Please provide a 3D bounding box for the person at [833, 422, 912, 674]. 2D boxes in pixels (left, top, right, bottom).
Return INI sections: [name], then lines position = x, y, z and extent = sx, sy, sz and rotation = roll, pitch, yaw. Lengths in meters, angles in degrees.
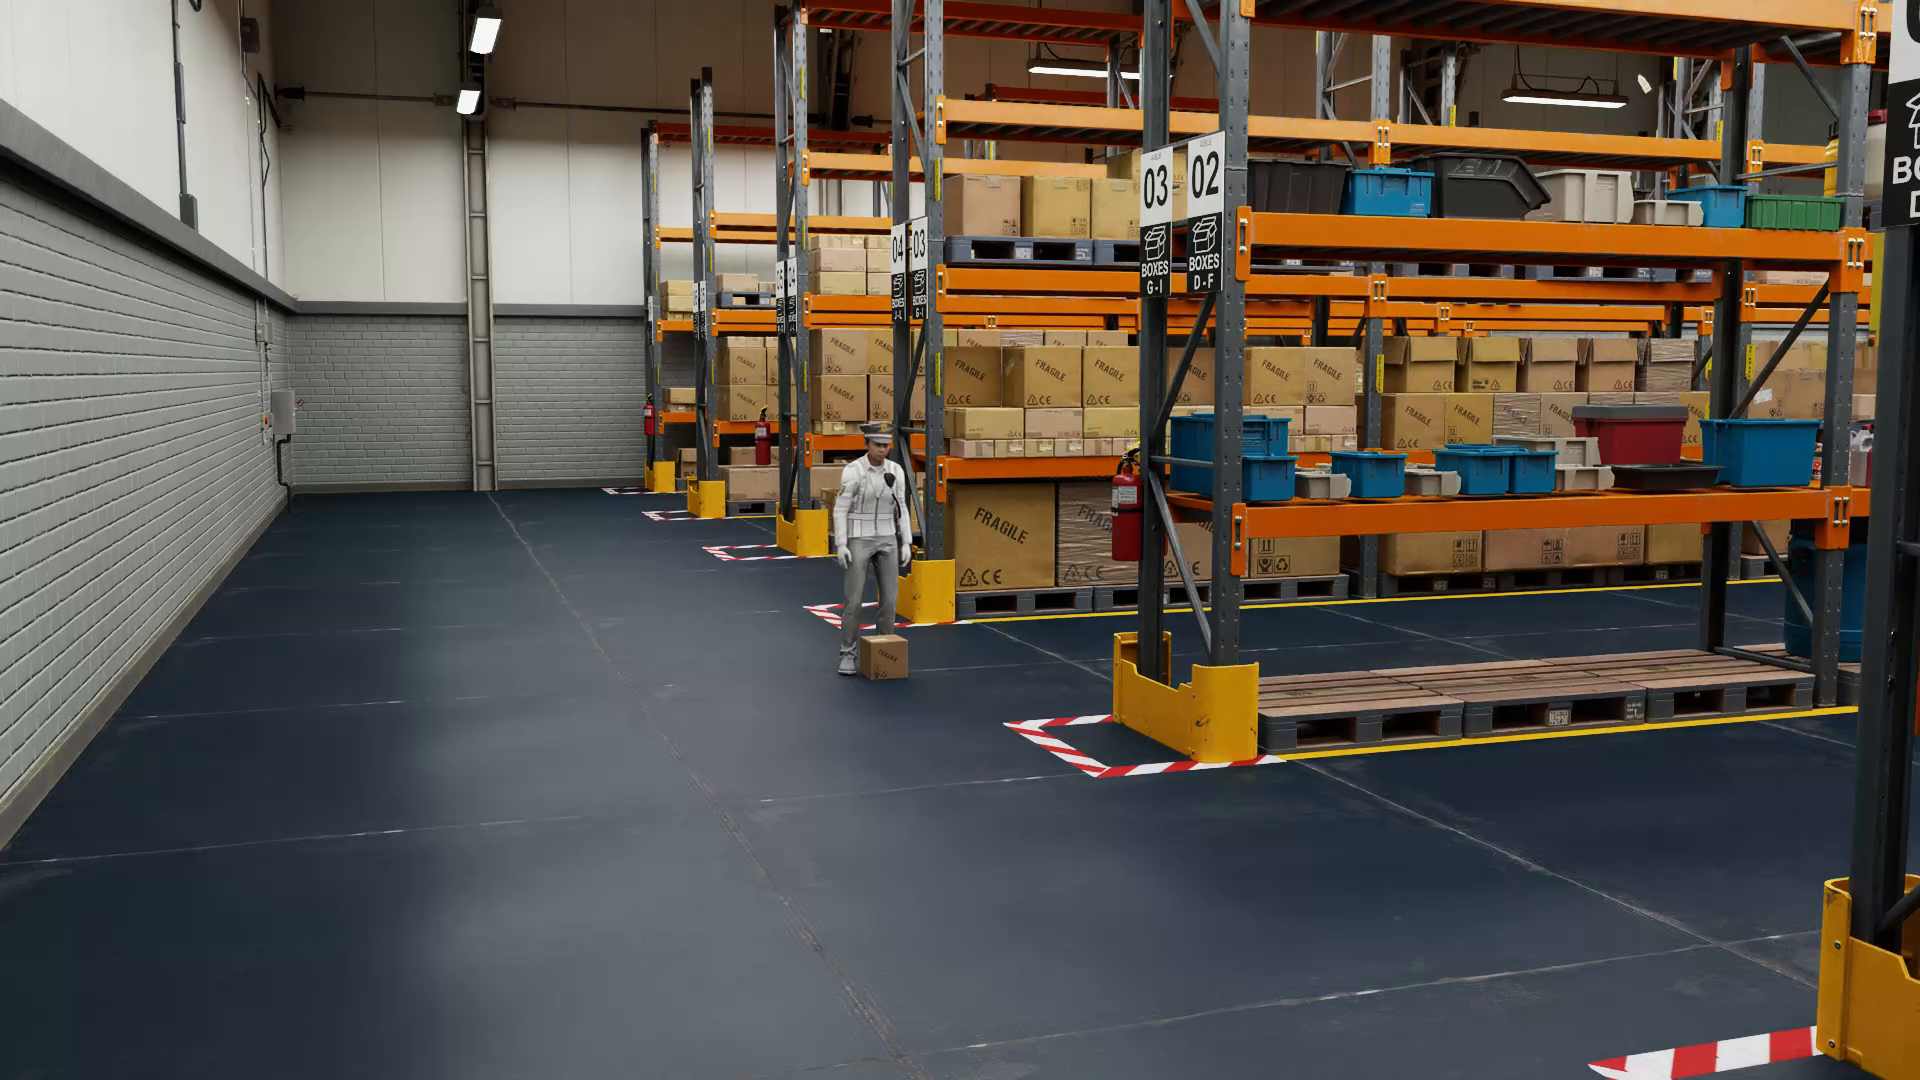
[person]
position = -0.579, 0.045, 11.103
extent = 0.542, 1.665, 0.373
rotation = -2, 6, -21
